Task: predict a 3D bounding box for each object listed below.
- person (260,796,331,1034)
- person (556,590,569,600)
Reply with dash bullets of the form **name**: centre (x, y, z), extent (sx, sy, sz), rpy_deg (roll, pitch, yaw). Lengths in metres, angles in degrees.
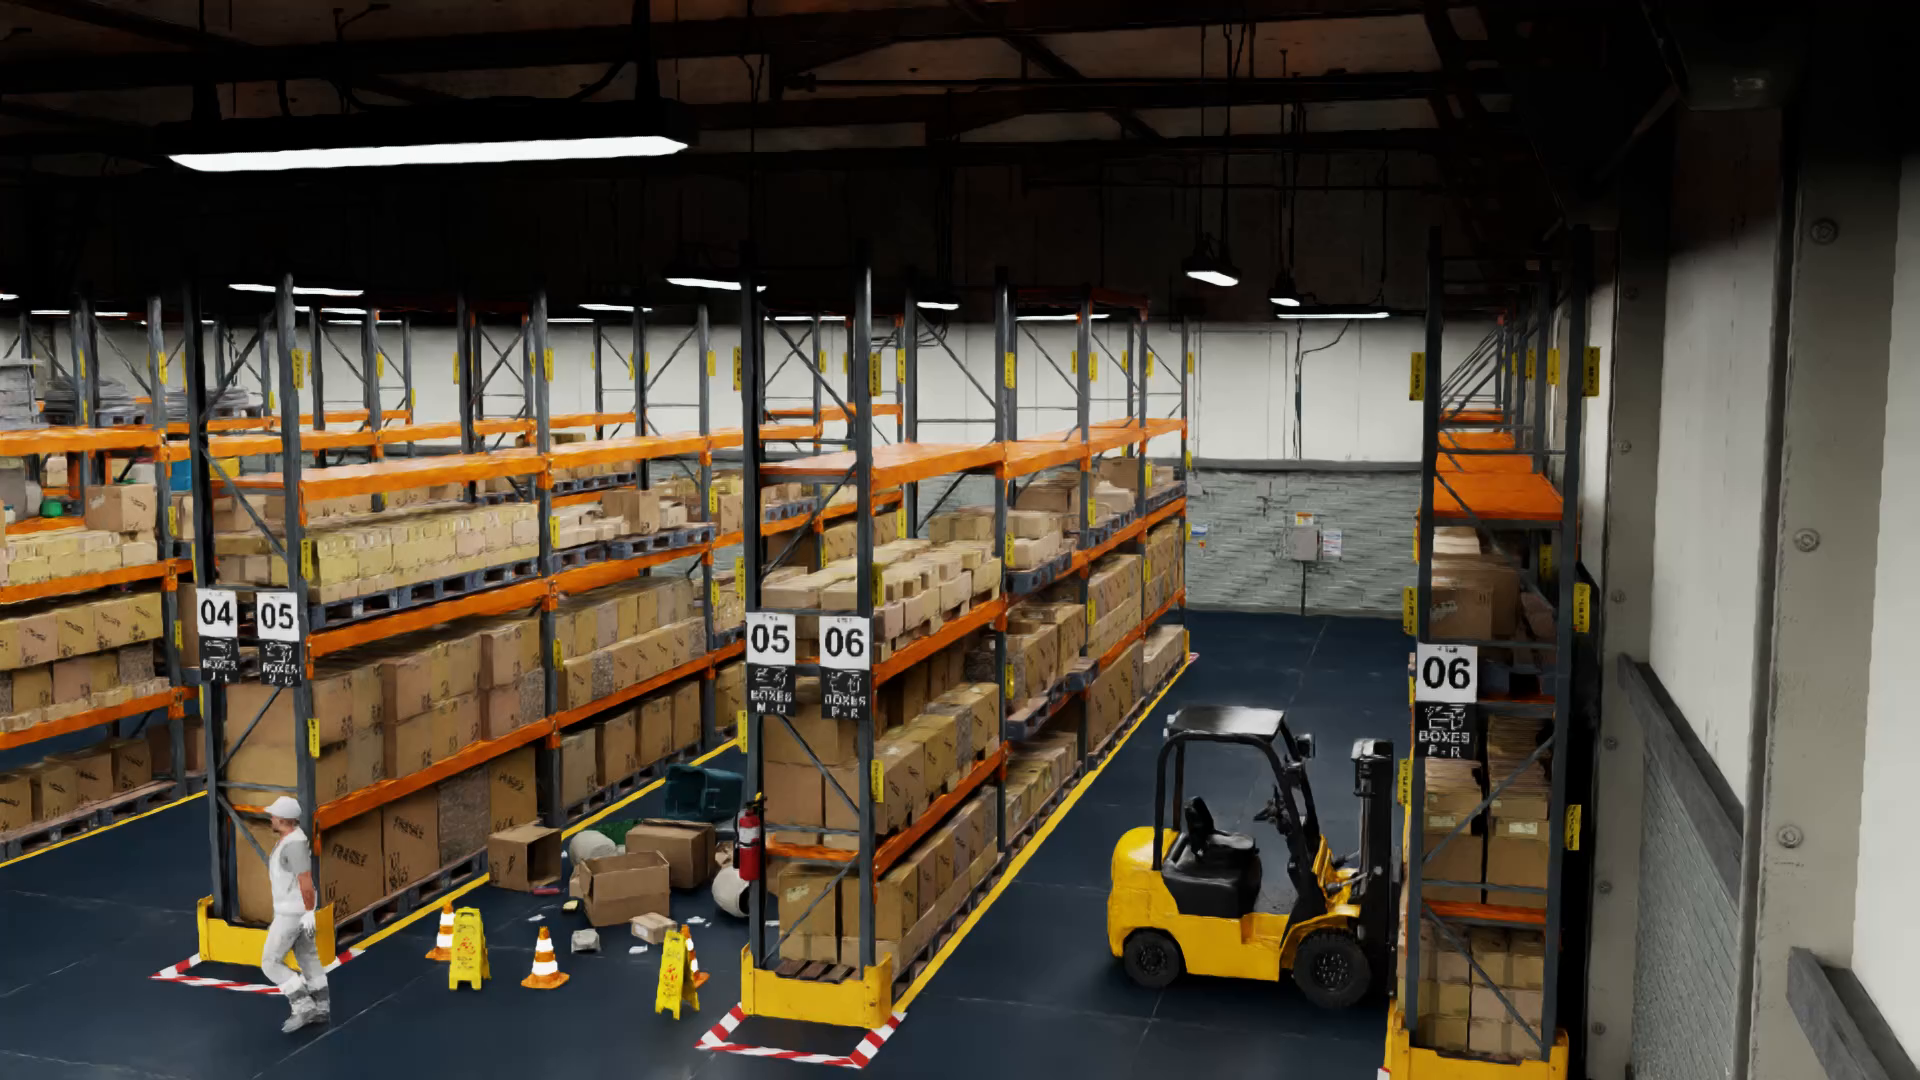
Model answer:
- **person**: centre (-5.109, 2.849, 12.748), extent (0.474, 1.776, 0.634), rpy_deg (-2, 7, -18)
- **person**: centre (-5.978, 1.540, 25.312), extent (0.598, 1.619, 0.507), rpy_deg (2, 7, 14)
